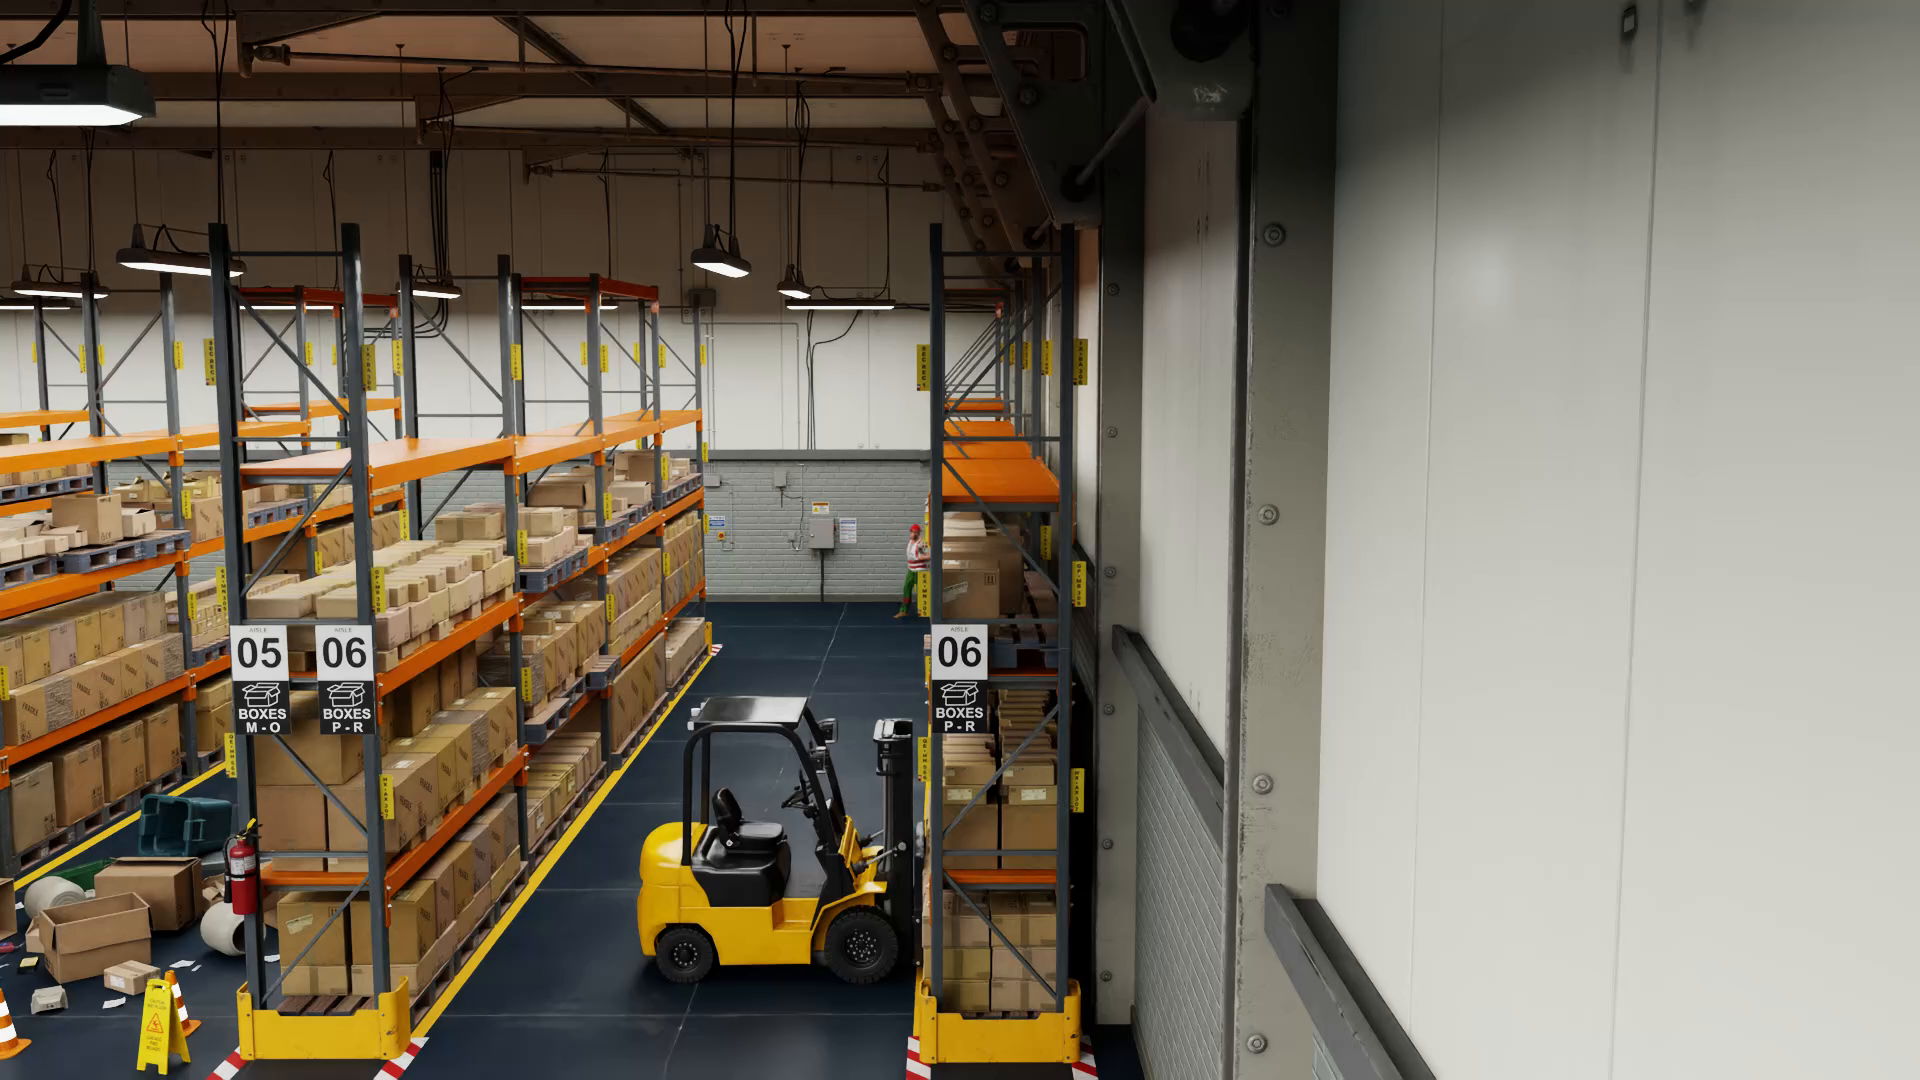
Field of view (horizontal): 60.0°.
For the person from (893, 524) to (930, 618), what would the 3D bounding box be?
[{"bbox_3d":[-0.823,0.590,31.475,0.931,1.799,0.696,-2,7,-18],"label":"person"}]
